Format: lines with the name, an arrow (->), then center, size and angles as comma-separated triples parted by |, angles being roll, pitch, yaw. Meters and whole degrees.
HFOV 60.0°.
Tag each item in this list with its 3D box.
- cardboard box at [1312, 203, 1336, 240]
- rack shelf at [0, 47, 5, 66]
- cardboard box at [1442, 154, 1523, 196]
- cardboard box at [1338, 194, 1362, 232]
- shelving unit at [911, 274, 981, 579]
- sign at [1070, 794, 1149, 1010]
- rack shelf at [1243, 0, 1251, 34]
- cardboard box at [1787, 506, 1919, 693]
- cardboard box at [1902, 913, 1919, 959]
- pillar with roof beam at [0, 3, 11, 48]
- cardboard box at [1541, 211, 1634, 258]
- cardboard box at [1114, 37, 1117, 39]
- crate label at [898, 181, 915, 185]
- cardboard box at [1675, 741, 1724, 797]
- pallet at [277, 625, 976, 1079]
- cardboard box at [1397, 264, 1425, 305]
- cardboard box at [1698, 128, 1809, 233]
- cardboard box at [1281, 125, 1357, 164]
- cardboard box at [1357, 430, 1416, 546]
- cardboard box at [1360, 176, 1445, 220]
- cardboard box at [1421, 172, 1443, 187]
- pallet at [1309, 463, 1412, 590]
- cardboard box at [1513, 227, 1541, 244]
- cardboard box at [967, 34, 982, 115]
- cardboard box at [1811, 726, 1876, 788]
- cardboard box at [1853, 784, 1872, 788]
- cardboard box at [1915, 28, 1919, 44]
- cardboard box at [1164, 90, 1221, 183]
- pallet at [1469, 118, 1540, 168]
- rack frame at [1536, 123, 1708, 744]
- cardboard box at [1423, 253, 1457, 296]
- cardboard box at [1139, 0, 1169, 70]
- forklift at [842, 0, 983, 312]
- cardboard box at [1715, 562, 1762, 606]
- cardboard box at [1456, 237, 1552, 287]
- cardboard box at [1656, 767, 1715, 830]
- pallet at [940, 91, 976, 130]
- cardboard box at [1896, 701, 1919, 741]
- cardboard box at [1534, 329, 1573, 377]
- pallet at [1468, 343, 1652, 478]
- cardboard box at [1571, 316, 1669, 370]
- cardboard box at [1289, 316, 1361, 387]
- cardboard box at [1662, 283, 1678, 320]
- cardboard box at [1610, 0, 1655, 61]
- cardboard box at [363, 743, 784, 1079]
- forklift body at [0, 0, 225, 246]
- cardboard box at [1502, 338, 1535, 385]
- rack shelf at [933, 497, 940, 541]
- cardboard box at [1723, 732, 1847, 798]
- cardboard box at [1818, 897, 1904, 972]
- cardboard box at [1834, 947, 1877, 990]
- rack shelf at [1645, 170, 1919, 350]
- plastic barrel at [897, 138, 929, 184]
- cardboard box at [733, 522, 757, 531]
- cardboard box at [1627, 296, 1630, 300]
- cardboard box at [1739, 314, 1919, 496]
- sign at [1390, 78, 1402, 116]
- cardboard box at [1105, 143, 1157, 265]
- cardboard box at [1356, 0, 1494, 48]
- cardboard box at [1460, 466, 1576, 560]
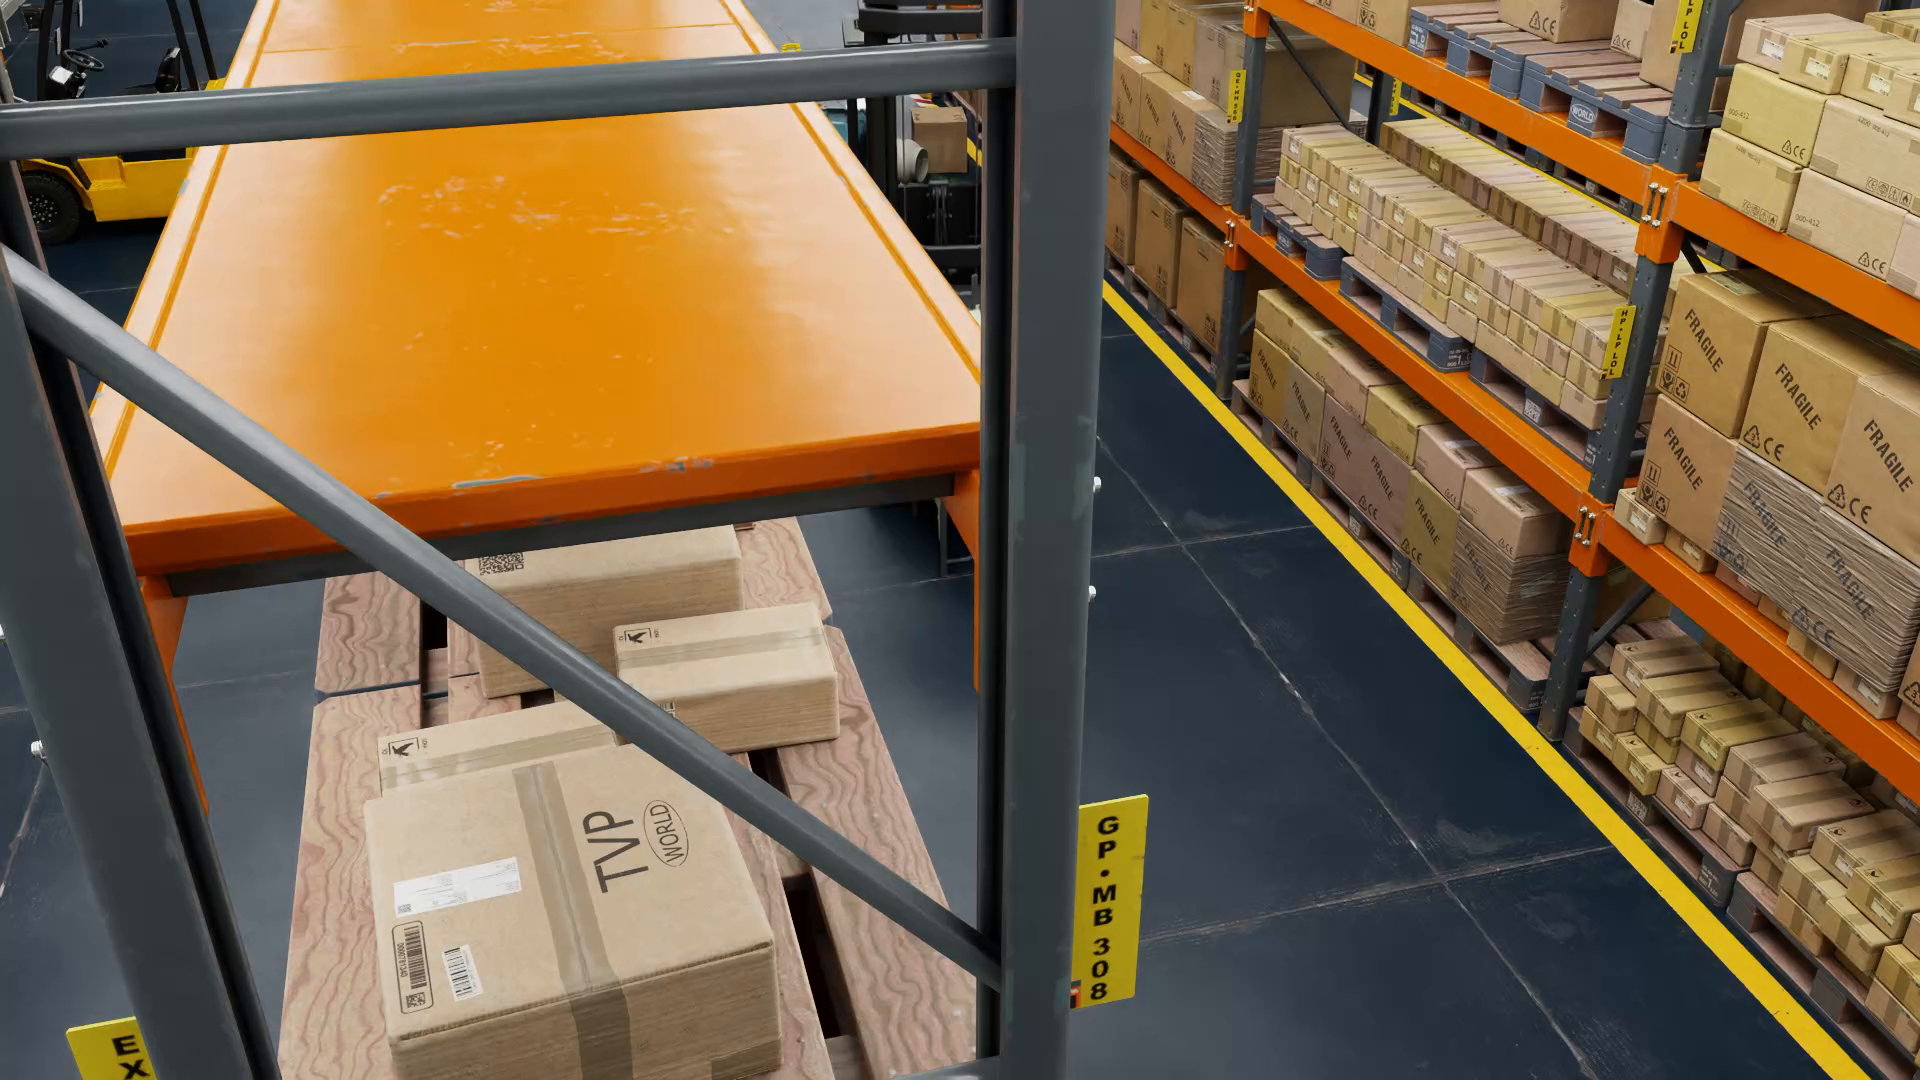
cardboard box -> 2.327, -1.911, 9.888 | 0.380, 0.149, 0.250 | -6, 31, -11
rack shelf -> -8.863, -3.558, 13.621 | 1.077, 0.370, 4.000 | -8, 31, -13
cardboard box -> 3.040, -2.119, 9.654 | 0.380, 0.149, 0.250 | -7, 31, -12
cardboard box -> 2.410, -1.901, 9.575 | 0.380, 0.149, 0.250 | -8, 31, -13
shelving unit -> -0.005, -0.637, 9.353 | 0.431, 1.500, 0.755 | -7, 31, -12
sign -> 0.174, 0.449, 2.035 | 0.100, 0.325, 0.005 | -8, 31, -13
rack shelf -> 1.729, -4.293, 11.897 | 1.077, 0.370, 4.000 | -8, 31, -13
cardboard box -> 3.447, 0.178, 6.051 | 0.500, 0.500, 0.500 | -9, 31, -14
cardboard box -> 3.700, 1.461, 6.065 | 0.380, 0.149, 0.250 | -9, 31, -15
pillar with roof beam -> -7.520, -10.446, 18.815 | 9.100, 9.000, 0.400 | -8, 31, -13
cardboard box -> 3.316, -1.615, 8.783 | 0.380, 0.149, 0.250 | -7, 31, -11
cardboard box -> 1.213, -3.782, 13.190 | 0.500, 0.500, 0.500 | -8, 31, -13
crate label -> -0.524, -3.143, 15.044 | 0.250, 0.136, 0.298 | 19, 35, 29
cardboard box -> 3.362, 0.956, 7.234 | 0.380, 0.149, 0.250 | -8, 31, -14
pallet -> -0.570, 0.614, 2.790 | 1.003, 0.211, 1.213 | -8, 31, -13
cardboard box -> 2.605, -1.405, 9.014 | 0.380, 0.149, 0.250 | -9, 31, -15
cardboard box -> 3.190, -1.383, 6.301 | 0.500, 0.250, 0.500 | -6, 31, -11
cardboard box -> 2.197, -2.420, 10.174 | 0.380, 0.149, 0.250 | -8, 31, -13
cardboard box -> 2.614, -0.329, 9.399 | 0.500, 0.500, 0.500 | -9, 31, -14
cardboard box -> 2.474, -1.915, 9.302 | 0.380, 0.149, 0.250 | -6, 31, -11
cardboard box -> 2.975, -2.109, 9.934 | 0.380, 0.149, 0.250 | -7, 31, -12
pallet -> 2.786, -0.168, 9.829 | 1.003, 0.211, 1.213 | -8, 31, -13
cardboard box -> 3.243, -1.617, 9.084 | 0.380, 0.149, 0.250 | -8, 31, -14
cardboard box -> 0.616, -4.723, 16.617 | 0.875, 0.875, 0.875 | -8, 31, -14
cardboard box -> 3.839, 0.896, 7.040 | 0.380, 0.149, 0.250 | -7, 31, -12
cardboard box -> 3.855, 1.015, 7.132 | 0.380, 0.149, 0.250 | -8, 31, -13
cardboard box -> 3.748, -1.790, 6.106 | 0.380, 0.149, 0.250 | -7, 31, -12
cardboard box -> 1.750, -2.807, 11.505 | 0.500, 0.500, 0.500 | -8, 31, -13
pallet -> 5.795, -3.996, 16.443 | 1.003, 0.211, 1.213 | -8, 31, -13
rack frame -> 3.321, -0.409, 7.462 | 1.000, 3.000, 0.127 | -8, 31, -13
cardboard box -> 2.672, -1.412, 8.731 | 0.380, 0.149, 0.250 | -8, 31, -13
cardboard box -> 1.740, -3.773, 12.176 | 0.700, 0.500, 0.500 | -8, 31, -14
forklift -> -0.167, -2.220, 10.660 | 1.130, 2.935, 3.031 | -2, 30, -4
cardboard box -> 3.343, 0.117, 6.804 | 0.380, 0.149, 0.250 | -9, 31, -15
cardboard box -> 2.756, -1.408, 8.425 | 0.380, 0.149, 0.250 | -9, 31, -15
cardboard box -> 3.295, 1.104, 7.275 | 0.380, 0.149, 0.250 | -8, 31, -14
pallet -> 0.424, -4.622, 17.524 | 1.003, 0.211, 1.213 | -8, 31, -13
cardboard box -> 3.593, 0.633, 5.912 | 0.380, 0.149, 0.250 | -7, 31, -11
cardboard box -> 2.954, -0.903, 7.851 | 0.380, 0.149, 0.250 | -8, 31, -13
pallet -> 3.259, -0.714, 8.181 | 1.003, 0.211, 1.213 | -8, 31, -13
cardboard box -> 3.027, -0.907, 7.560 | 0.380, 0.149, 0.250 | -6, 31, -11
cardboard box -> 2.344, -1.155, 10.078 | 0.500, 0.250, 0.500 | -8, 31, -14
cardboard box -> 3.580, -1.124, 7.936 | 0.380, 0.149, 0.250 | -7, 31, -12
cardboard box -> 3.290, -2.303, 7.410 | 0.500, 0.311, 0.500 | -8, 31, -14
cardboard box -> -0.569, 0.567, 2.413 | 0.500, 0.250, 0.500 | -11, 32, -18
forklift body -> -7.132, -3.795, 14.159 | 2.313, 2.155, 1.214 | -8, 31, -13
cardboard box -> 2.891, -0.893, 8.130 | 0.380, 0.149, 0.250 | -8, 31, -13
rack shelf -> -0.005, -0.354, 9.516 | 0.431, 0.370, 0.720 | -7, 31, -12
cardboard box -> 3.435, 0.959, 6.931 | 0.380, 0.149, 0.250 | -9, 31, -15
cardboard box -> 3.528, 1.475, 6.337 | 0.380, 0.149, 0.250 | -8, 31, -13
cardboard box -> 3.635, 1.600, 6.418 | 0.380, 0.149, 0.250 | -7, 31, -12
rack shelf -> 3.852, -0.430, 5.222 | 1.077, 0.370, 4.000 | -8, 31, -13
plastic barrel -> -0.582, -3.501, 15.377 | 0.512, 0.421, 0.421 | 13, 32, 21
cardboard box -> -0.753, -0.330, 3.712 | 0.500, 0.500, 0.500 | -7, 31, -12
cardboard box -> 3.521, -1.111, 8.210 | 0.380, 0.149, 0.250 | -7, 31, -12
cardboard box -> 3.358, -0.515, 6.250 | 0.500, 0.500, 0.500 | -9, 31, -15
sign -> 2.780, -2.884, 10.662 | 0.100, 0.325, 0.005 | -8, 31, -13
cardboard box -> 1.702, -2.726, 13.292 | 1.050, 0.750, 0.750 | -8, 31, -13
cardboard box -> 2.432, -2.889, 8.654 | 0.500, 0.500, 0.500 | -8, 31, -13
cardboard box -> 2.880, -0.159, 8.358 | 0.500, 0.250, 0.500 | -9, 31, -15
